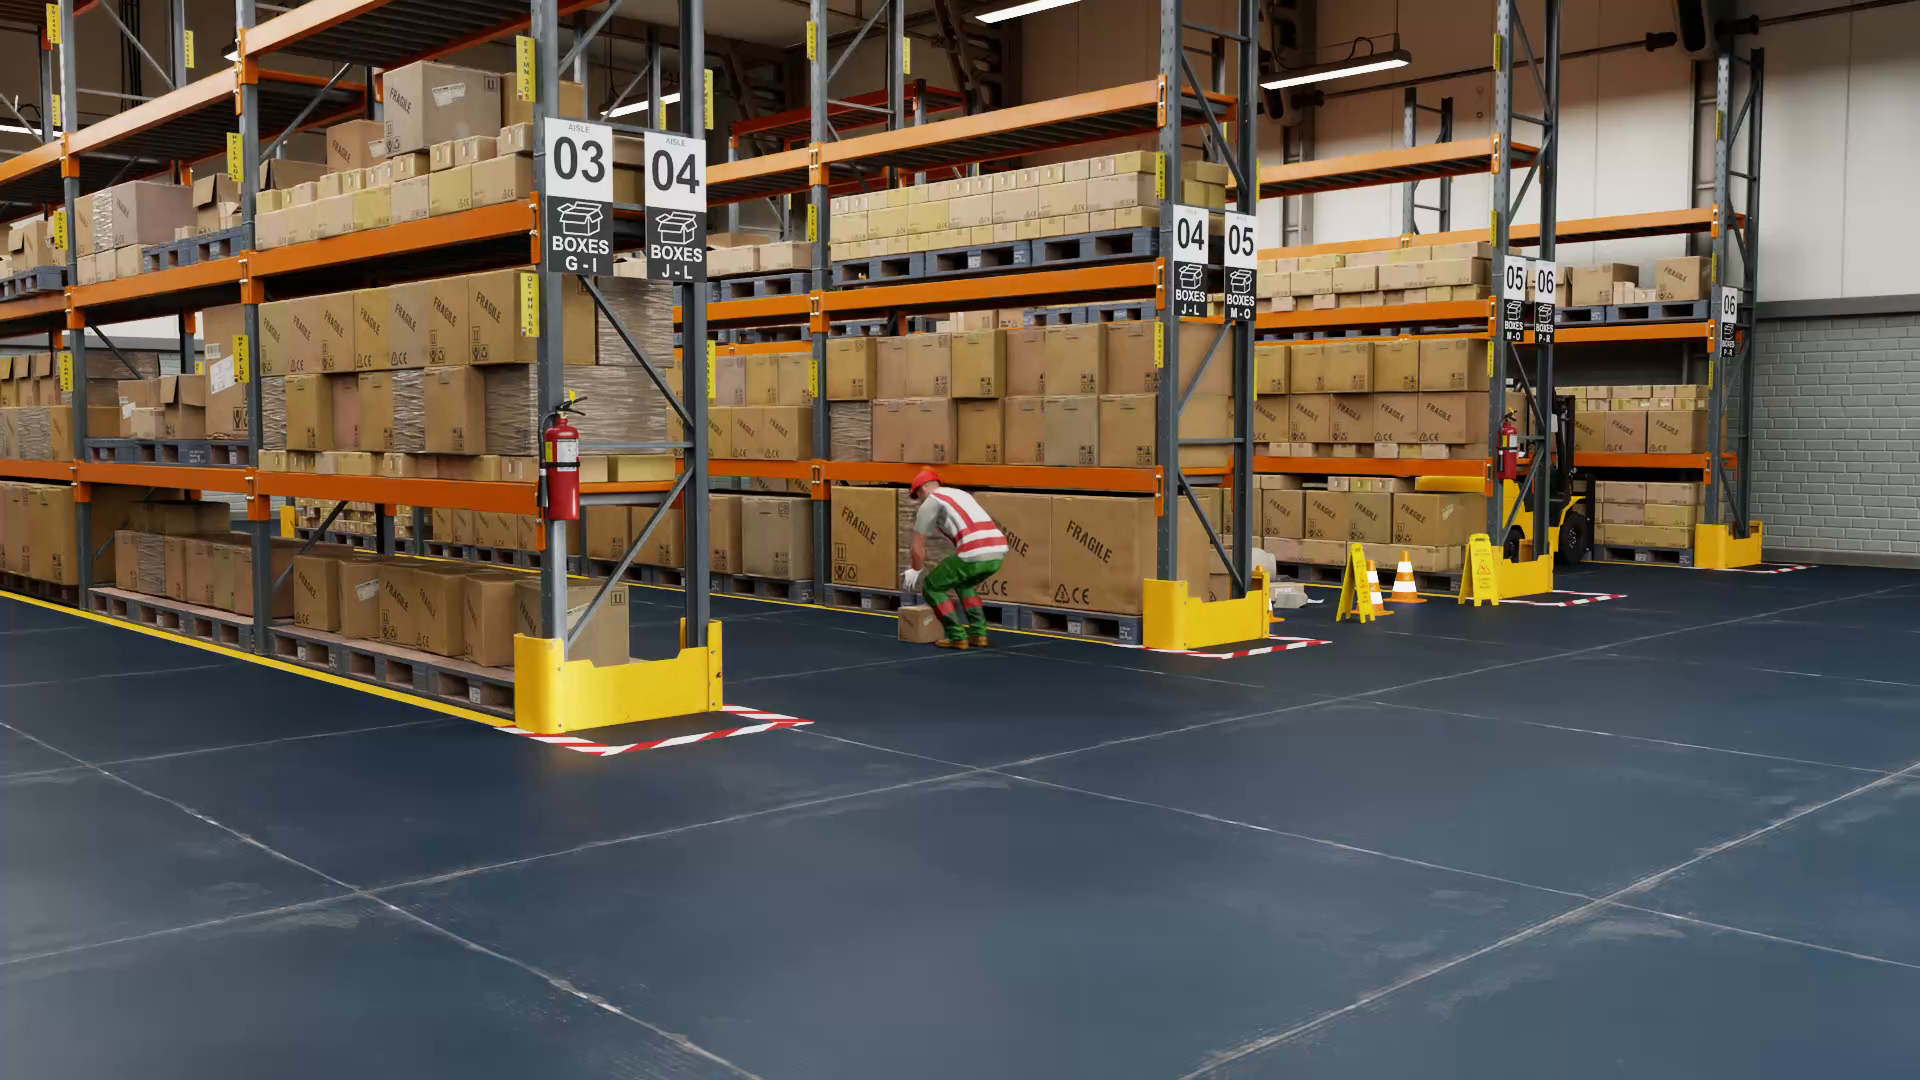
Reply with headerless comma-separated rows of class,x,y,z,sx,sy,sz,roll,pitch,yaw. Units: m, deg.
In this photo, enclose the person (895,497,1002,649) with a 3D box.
person,-0.123,0.225,12.324,0.965,1.095,0.501,4,5,44
